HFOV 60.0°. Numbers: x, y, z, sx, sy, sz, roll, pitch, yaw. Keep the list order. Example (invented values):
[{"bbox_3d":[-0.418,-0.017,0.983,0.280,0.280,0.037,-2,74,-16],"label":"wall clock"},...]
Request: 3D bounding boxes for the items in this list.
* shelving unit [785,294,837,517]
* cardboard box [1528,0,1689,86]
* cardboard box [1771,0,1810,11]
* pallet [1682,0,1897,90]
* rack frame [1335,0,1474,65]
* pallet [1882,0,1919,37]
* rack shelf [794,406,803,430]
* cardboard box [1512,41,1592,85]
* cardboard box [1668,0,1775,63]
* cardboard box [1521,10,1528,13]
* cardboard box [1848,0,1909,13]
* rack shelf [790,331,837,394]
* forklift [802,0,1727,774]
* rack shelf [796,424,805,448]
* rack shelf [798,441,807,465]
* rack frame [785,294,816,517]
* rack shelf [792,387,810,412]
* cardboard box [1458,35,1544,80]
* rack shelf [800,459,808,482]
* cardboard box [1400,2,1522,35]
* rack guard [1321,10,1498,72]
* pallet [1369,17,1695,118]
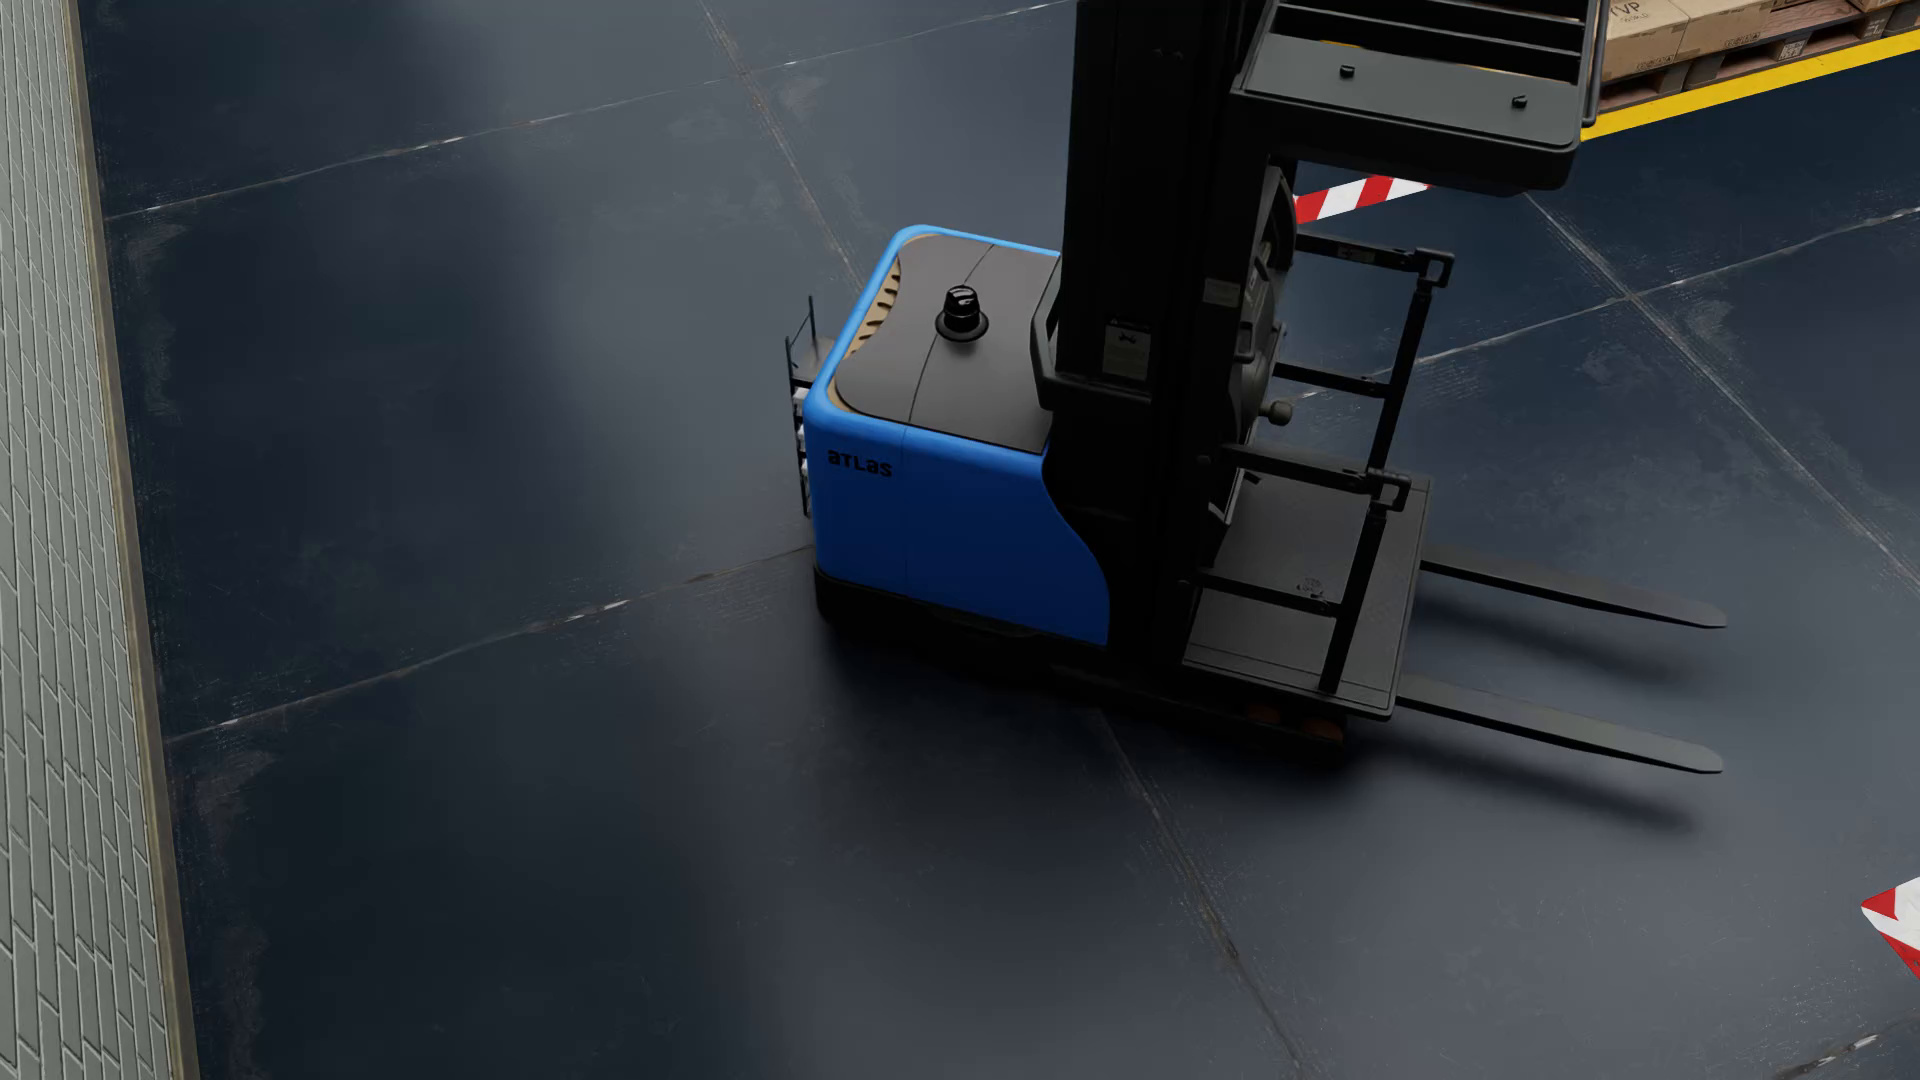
[{"bbox_3d":[-0.450,-0.444,5.965,0.210,0.900,0.258,14,51,11],"label":"shelving unit"},{"bbox_3d":[3.019,-2.416,7.797,0.500,0.250,0.500,-17,52,-14],"label":"cardboard box"},{"bbox_3d":[3.911,-3.003,8.134,0.637,0.503,0.797,-17,52,-14],"label":"cardboard box"},{"bbox_3d":[3.881,-2.758,8.406,1.213,0.211,1.003,-17,52,-14],"label":"pallet"},{"bbox_3d":[1.945,-3.068,6.834,0.127,3.000,1.000,-17,52,-14],"label":"rack frame"},{"bbox_3d":[5.012,-3.111,8.709,1.213,0.211,1.003,-17,52,-14],"label":"pallet"},{"bbox_3d":[-0.450,-0.481,5.922,0.200,0.077,0.258,14,51,11],"label":"rack shelf"},{"bbox_3d":[2.694,-2.239,7.700,0.250,0.166,0.380,-17,52,-14],"label":"cardboard box"},{"bbox_3d":[3.482,-2.560,7.920,0.500,0.250,0.500,-17,52,-14],"label":"cardboard box"},{"bbox_3d":[2.765,-2.671,8.070,0.250,0.166,0.380,-17,52,-14],"label":"cardboard box"},{"bbox_3d":[4.534,-2.905,8.177,0.500,0.311,0.500,-17,52,-14],"label":"cardboard box"},{"bbox_3d":[-0.450,-0.598,5.785,0.200,0.077,0.258,14,51,11],"label":"rack shelf"},{"bbox_3d":[1.069,-0.666,4.817,3.031,2.935,1.130,14,51,11],"label":"forklift"},{"bbox_3d":[-0.450,-0.422,5.990,0.200,0.077,0.258,14,51,11],"label":"rack shelf"},{"bbox_3d":[-0.450,-0.363,6.058,0.200,0.077,0.258,14,51,11],"label":"rack shelf"},{"bbox_3d":[-0.547,-0.467,5.985,0.006,0.900,0.240,14,51,11],"label":"rack frame"},{"bbox_3d":[-0.450,-0.539,5.853,0.200,0.077,0.258,14,51,11],"label":"rack shelf"},{"bbox_3d":[2.463,-2.162,7.645,0.250,0.149,0.380,-17,52,-14],"label":"cardboard box"},{"bbox_3d":[-0.450,-0.305,6.126,0.200,0.077,0.258,14,51,11],"label":"rack shelf"},{"bbox_3d":[2.356,-2.726,7.898,0.500,0.500,0.500,-17,52,-14],"label":"cardboard box"},{"bbox_3d":[2.016,-2.276,7.802,0.348,0.500,1.175,-17,52,-14],"label":"rack guard"},{"bbox_3d":[2.754,-2.411,8.108,1.213,0.211,1.003,-17,52,-14],"label":"pallet"}]
